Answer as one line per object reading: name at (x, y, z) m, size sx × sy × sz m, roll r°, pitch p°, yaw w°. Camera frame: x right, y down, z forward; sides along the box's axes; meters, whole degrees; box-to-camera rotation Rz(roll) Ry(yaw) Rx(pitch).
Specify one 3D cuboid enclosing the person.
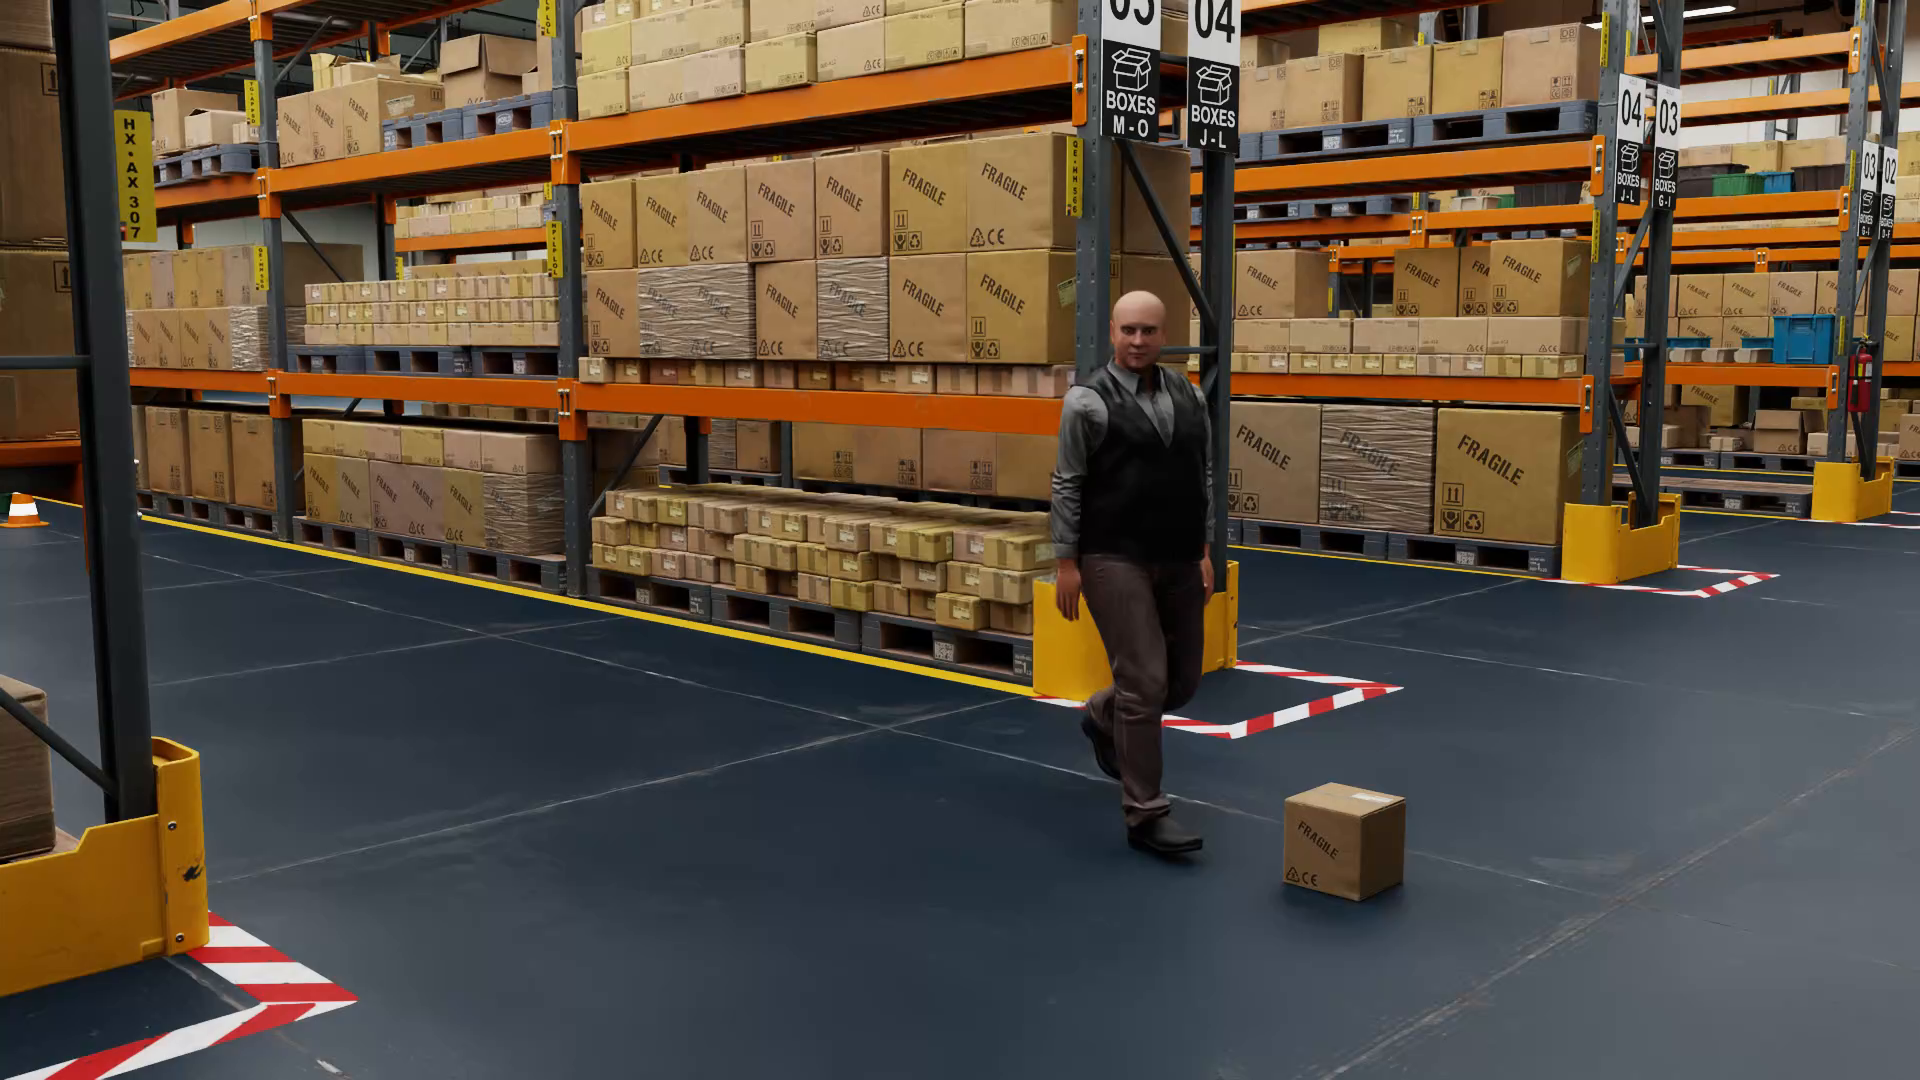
person at (0.547, 0.071, 5.267) m, size 0.554 × 1.701 × 0.873 m, roll -4°, pitch 8°, yaw -30°
